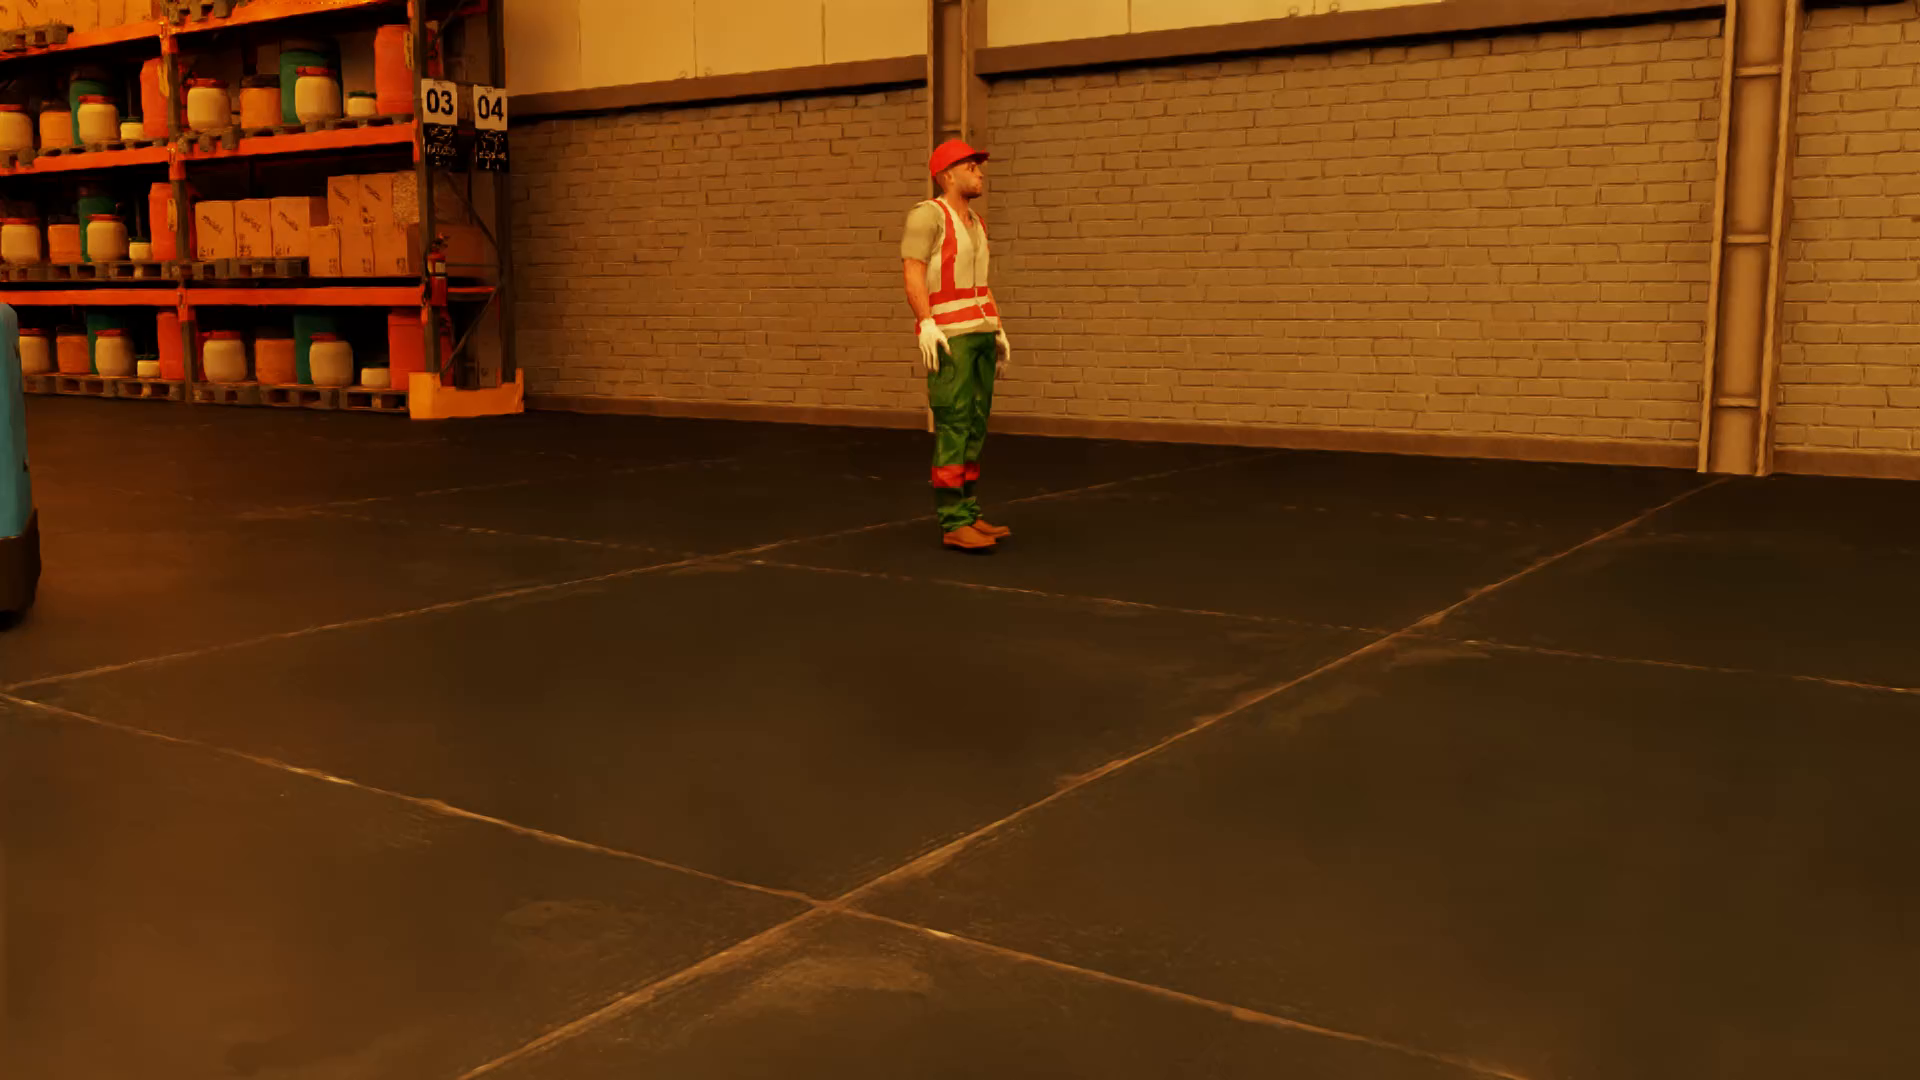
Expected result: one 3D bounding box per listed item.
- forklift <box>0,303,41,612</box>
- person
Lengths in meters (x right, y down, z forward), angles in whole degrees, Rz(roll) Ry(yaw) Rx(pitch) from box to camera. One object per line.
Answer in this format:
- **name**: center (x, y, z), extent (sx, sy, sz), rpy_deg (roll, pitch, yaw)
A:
- **forklift**: center (-4.652, -1.120, 5.068), extent (3.031, 2.935, 1.130), rpy_deg (-4, 9, -26)
- **person**: center (0.060, -0.885, 7.423), extent (0.563, 1.787, 0.637), rpy_deg (5, 10, 34)
